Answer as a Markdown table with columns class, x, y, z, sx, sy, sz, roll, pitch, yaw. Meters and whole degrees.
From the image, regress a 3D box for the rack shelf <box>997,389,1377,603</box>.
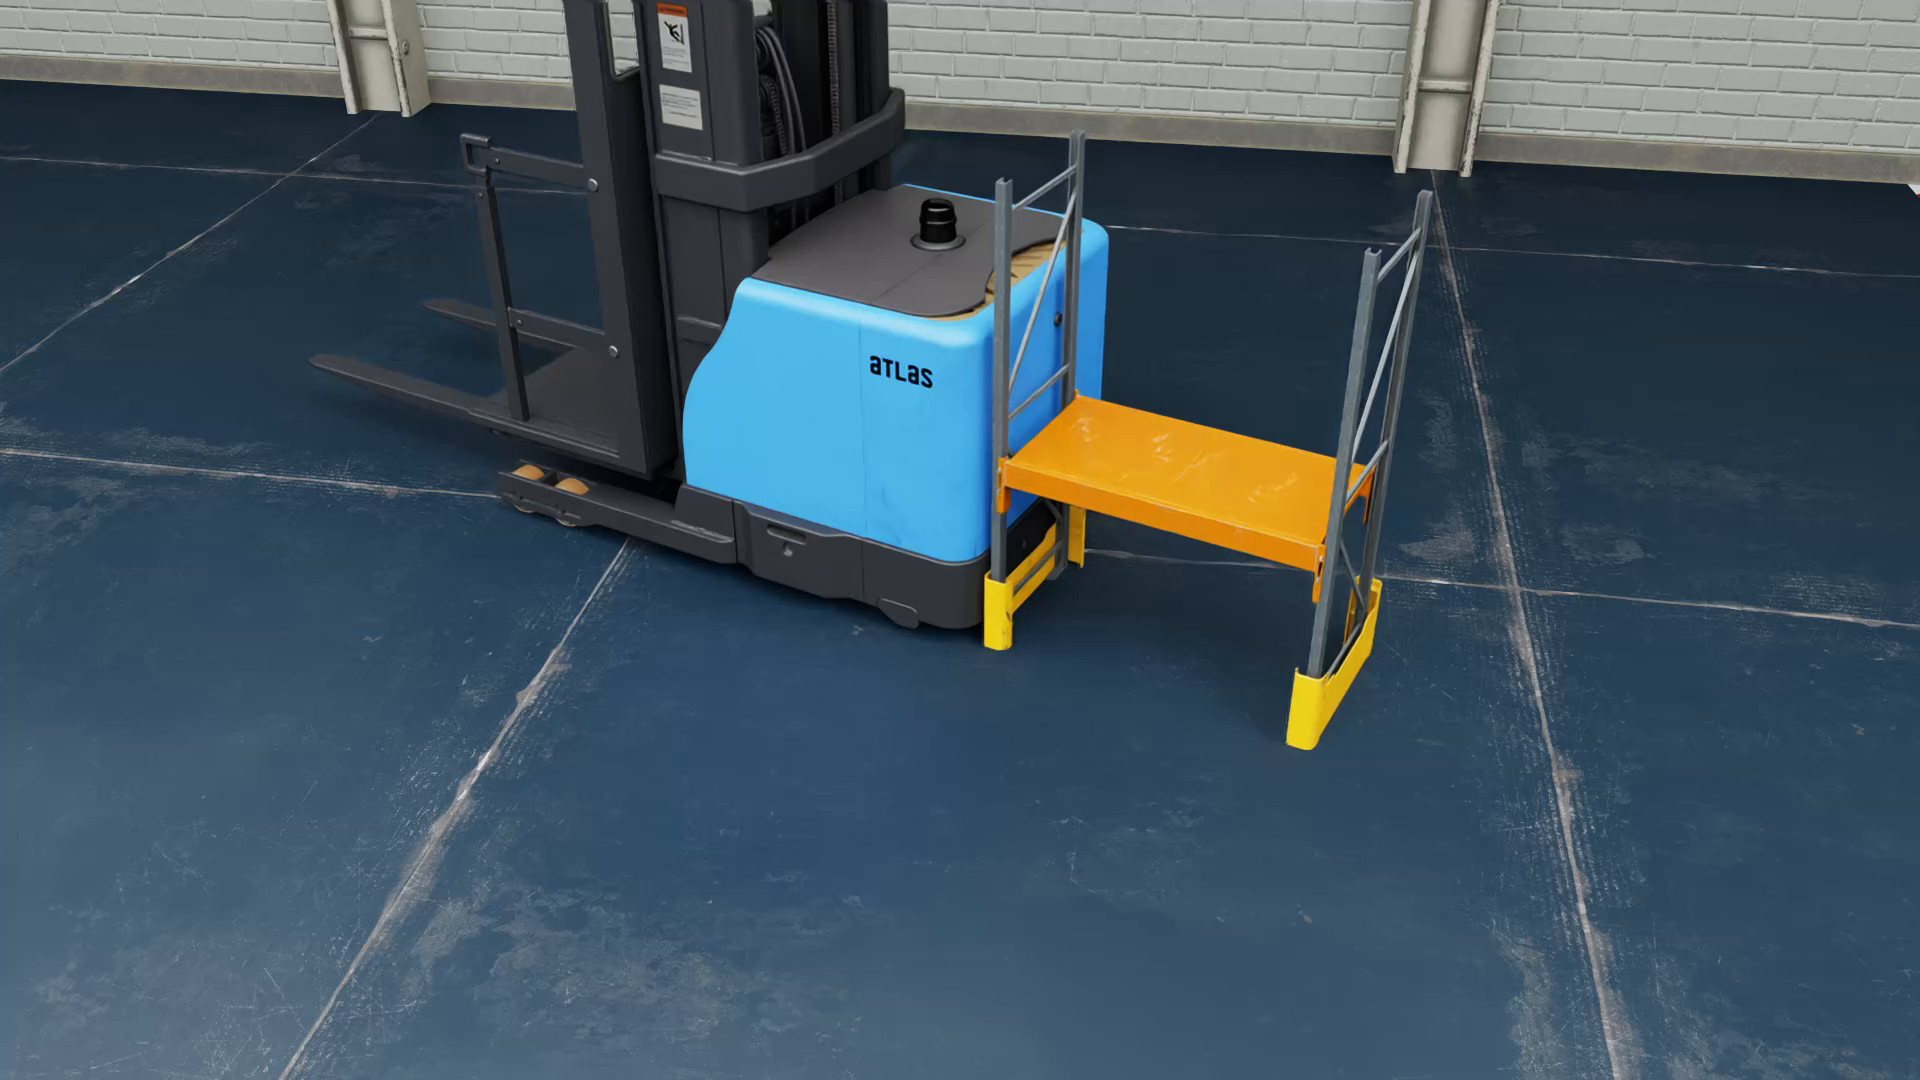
| class | x | y | z | sx | sy | sz | roll | pitch | yaw |
| --- | --- | --- | --- | --- | --- | --- | --- | --- | --- |
| rack shelf | 0.673 | -0.152 | 4.918 | 1.000 | 0.185 | 0.538 | 17 | 36 | 24 |

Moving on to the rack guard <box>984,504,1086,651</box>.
| class | x | y | z | sx | sy | sz | roll | pitch | yaw |
| --- | --- | --- | --- | --- | --- | --- | --- | --- | --- |
| rack guard | 0.246 | 0.099 | 5.356 | 0.087 | 0.250 | 0.587 | 17 | 36 | 24 |

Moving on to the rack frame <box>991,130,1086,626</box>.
| class | x | y | z | sx | sy | sz | roll | pitch | yaw |
| --- | --- | --- | --- | --- | --- | --- | --- | --- | --- |
| rack frame | 0.229 | -0.436 | 5.032 | 0.032 | 1.500 | 0.500 | 17 | 36 | 24 |

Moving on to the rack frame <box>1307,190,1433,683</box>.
| class | x | y | z | sx | sy | sz | roll | pitch | yaw |
| --- | --- | --- | --- | --- | --- | --- | --- | --- | --- |
| rack frame | 1.117 | -0.172 | 4.612 | 0.032 | 1.500 | 0.500 | 17 | 36 | 24 |

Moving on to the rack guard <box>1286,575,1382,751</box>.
| class | x | y | z | sx | sy | sz | roll | pitch | yaw |
| --- | --- | --- | --- | --- | --- | --- | --- | --- | --- |
| rack guard | 1.115 | 0.357 | 4.944 | 0.087 | 0.250 | 0.587 | 17 | 36 | 24 |

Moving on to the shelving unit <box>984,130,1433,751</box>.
| class | x | y | z | sx | sy | sz | roll | pitch | yaw |
| --- | --- | --- | --- | --- | --- | --- | --- | --- | --- |
| shelving unit | 0.681 | -0.302 | 4.818 | 1.083 | 1.500 | 0.587 | 17 | 36 | 24 |

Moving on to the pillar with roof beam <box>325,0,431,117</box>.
| class | x | y | z | sx | sy | sz | roll | pitch | yaw |
| --- | --- | --- | --- | --- | --- | --- | --- | --- | --- |
| pillar with roof beam | -4.095 | -4.125 | 3.859 | 0.400 | 9.000 | 9.100 | 5 | 32 | 8 |

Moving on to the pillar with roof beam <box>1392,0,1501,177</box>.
| class | x | y | z | sx | sy | sz | roll | pitch | yaw |
| --- | --- | --- | --- | --- | --- | --- | --- | --- | --- |
| pillar with roof beam | 1.820 | -3.590 | 3.004 | 0.400 | 9.000 | 9.100 | 5 | 32 | 8 |

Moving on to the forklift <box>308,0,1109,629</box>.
| class | x | y | z | sx | sy | sz | roll | pitch | yaw |
| --- | --- | --- | --- | --- | --- | --- | --- | --- | --- |
| forklift | -1.044 | -1.516 | 5.409 | 3.031 | 2.935 | 1.130 | 16 | 36 | 24 |
